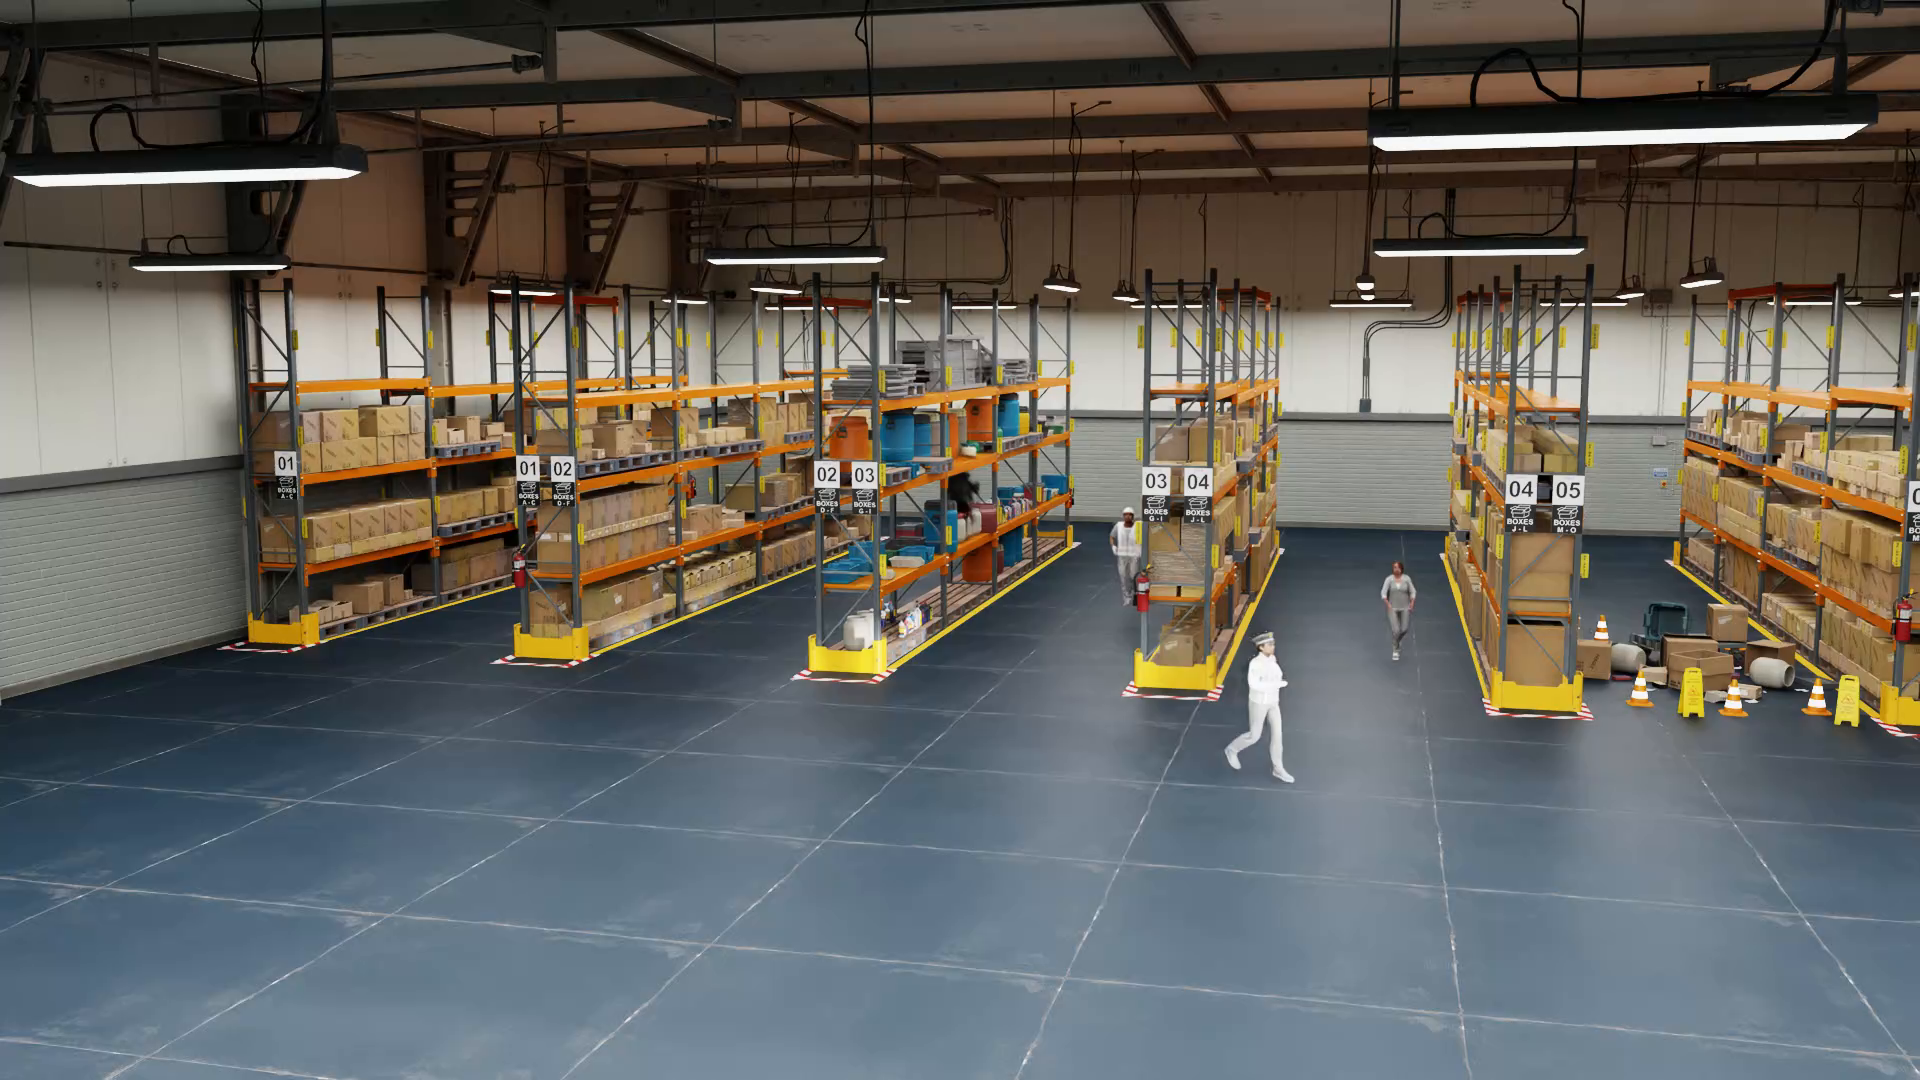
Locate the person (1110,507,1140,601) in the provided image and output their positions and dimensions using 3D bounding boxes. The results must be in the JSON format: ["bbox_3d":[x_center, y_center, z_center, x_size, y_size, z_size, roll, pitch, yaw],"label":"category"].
[{"bbox_3d":[2.997,0.256,29.677,0.664,1.696,0.472,2,7,13],"label":"person"}]

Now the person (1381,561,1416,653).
[{"bbox_3d":[6.894,1.067,26.158,0.545,1.483,0.457,1,7,11],"label":"person"}]

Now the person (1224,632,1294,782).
[{"bbox_3d":[3.445,1.869,19.010,0.899,1.687,0.631,7,10,45],"label":"person"}]
